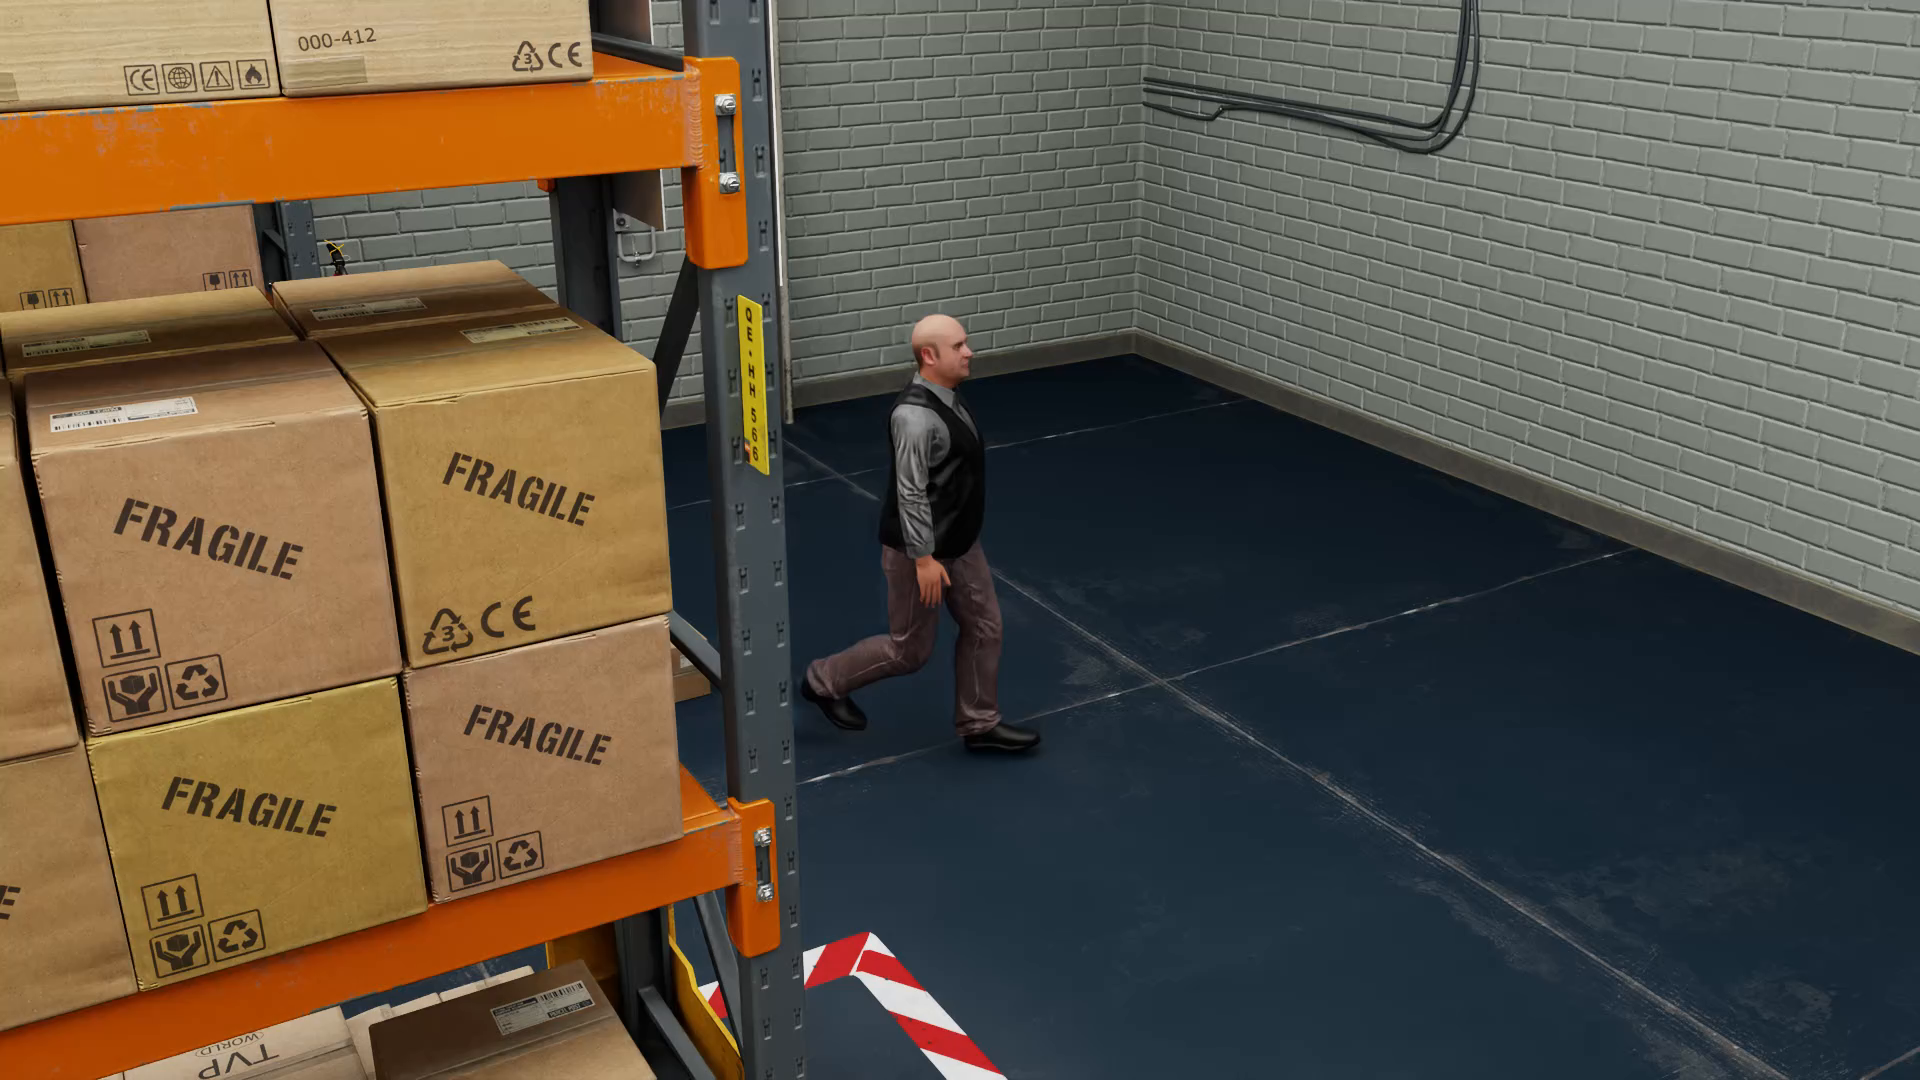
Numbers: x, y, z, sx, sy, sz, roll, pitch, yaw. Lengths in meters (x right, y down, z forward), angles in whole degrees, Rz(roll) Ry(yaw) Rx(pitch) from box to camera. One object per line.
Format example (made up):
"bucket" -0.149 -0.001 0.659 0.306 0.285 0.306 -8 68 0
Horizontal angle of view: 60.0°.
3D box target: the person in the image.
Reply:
"person" -0.159 0.007 6.099 0.921 1.692 0.552 6 22 16
